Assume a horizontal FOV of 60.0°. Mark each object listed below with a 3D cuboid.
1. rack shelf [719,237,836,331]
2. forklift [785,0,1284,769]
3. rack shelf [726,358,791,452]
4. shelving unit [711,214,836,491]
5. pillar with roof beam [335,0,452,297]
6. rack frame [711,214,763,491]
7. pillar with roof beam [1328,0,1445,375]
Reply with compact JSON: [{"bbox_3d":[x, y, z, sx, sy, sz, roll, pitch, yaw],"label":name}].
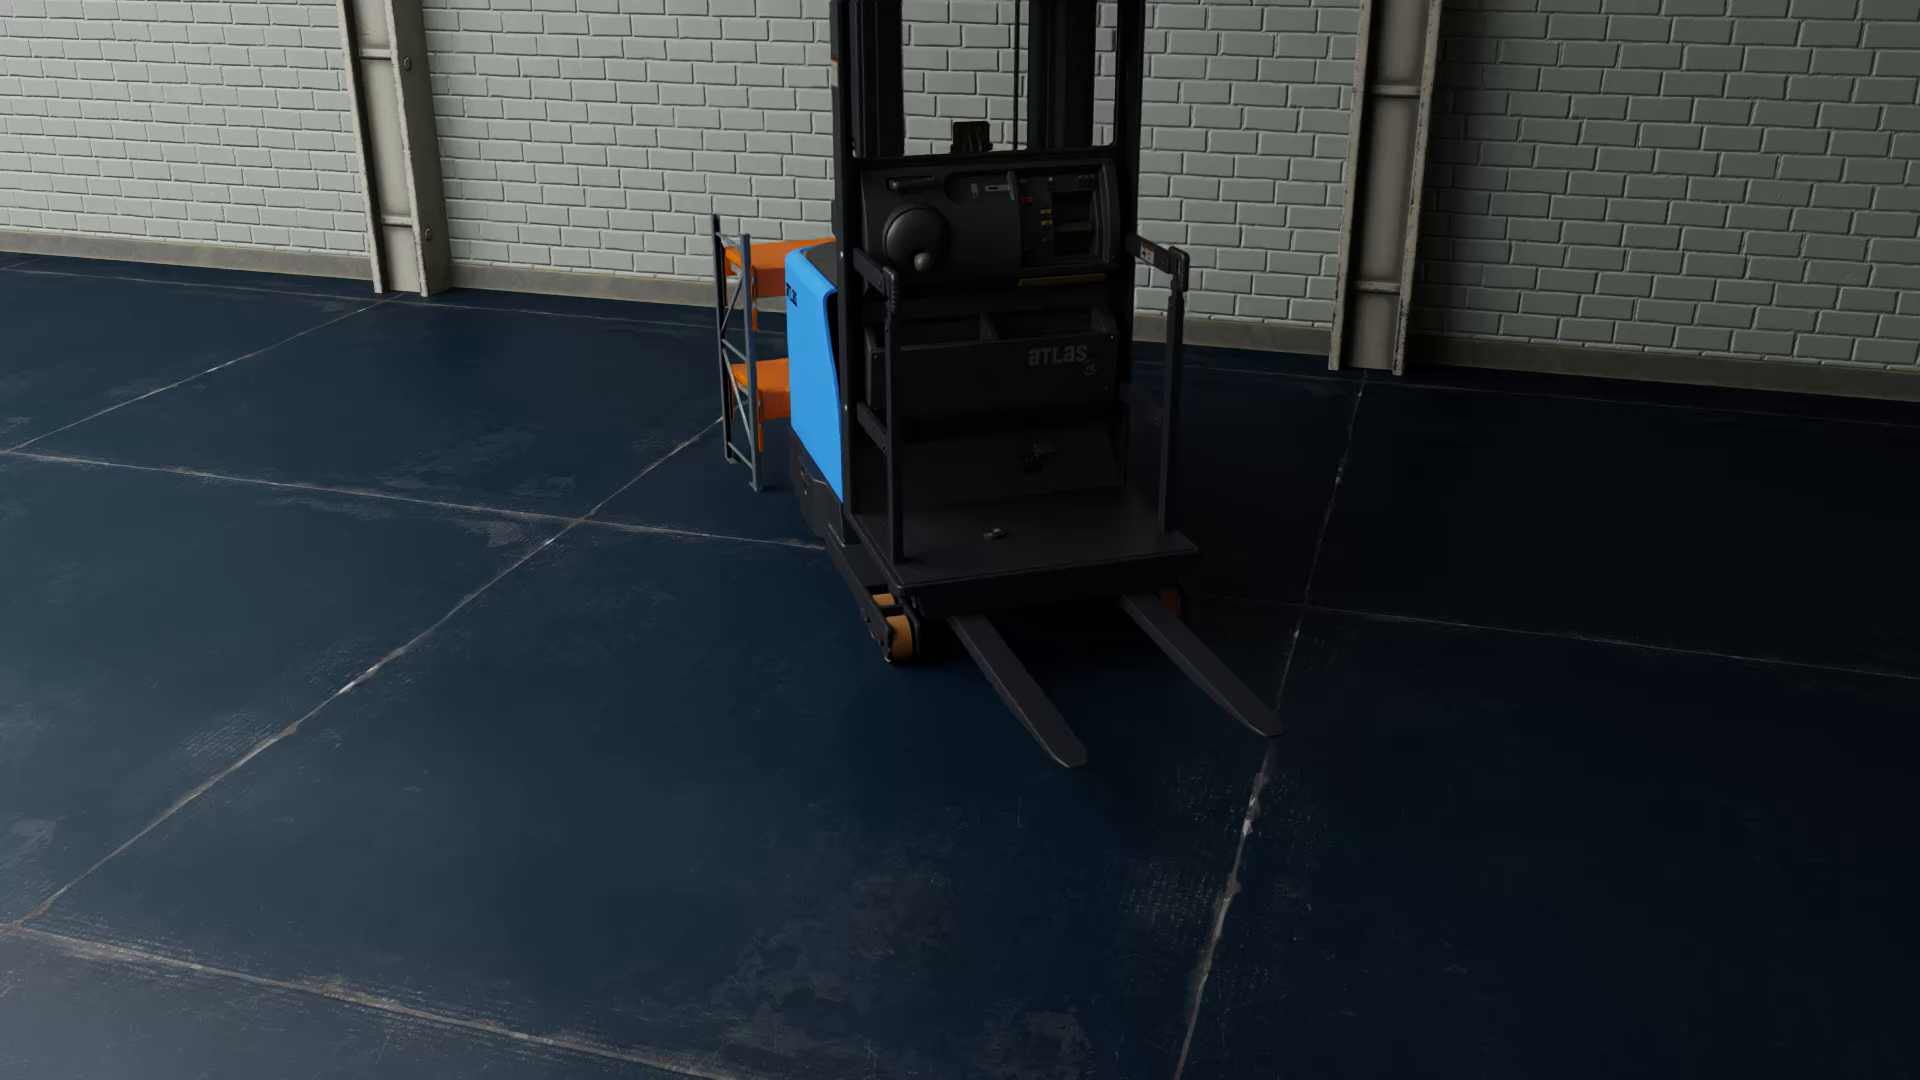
[{"bbox_3d":[-0.513,-1.171,7.364,1.000,0.278,0.538,-9,23,-21],"label":"rack shelf"},{"bbox_3d":[0.177,-1.101,5.592,1.130,2.935,3.031,-7,23,-16],"label":"forklift"},{"bbox_3d":[-0.511,-0.672,7.563,1.000,0.278,0.538,-9,23,-21],"label":"rack shelf"},{"bbox_3d":[-0.512,-0.899,7.472,1.048,1.125,0.538,-9,23,-21],"label":"shelving unit"},{"bbox_3d":[-4.754,-4.217,5.193,0.400,9.000,9.100,7,23,16],"label":"pillar with roof beam"},{"bbox_3d":[-0.979,-0.823,7.286,0.032,1.125,0.500,-9,23,-21],"label":"rack frame"},{"bbox_3d":[0.990,-3.559,3.589,0.400,9.000,9.100,7,23,16],"label":"pillar with roof beam"}]
